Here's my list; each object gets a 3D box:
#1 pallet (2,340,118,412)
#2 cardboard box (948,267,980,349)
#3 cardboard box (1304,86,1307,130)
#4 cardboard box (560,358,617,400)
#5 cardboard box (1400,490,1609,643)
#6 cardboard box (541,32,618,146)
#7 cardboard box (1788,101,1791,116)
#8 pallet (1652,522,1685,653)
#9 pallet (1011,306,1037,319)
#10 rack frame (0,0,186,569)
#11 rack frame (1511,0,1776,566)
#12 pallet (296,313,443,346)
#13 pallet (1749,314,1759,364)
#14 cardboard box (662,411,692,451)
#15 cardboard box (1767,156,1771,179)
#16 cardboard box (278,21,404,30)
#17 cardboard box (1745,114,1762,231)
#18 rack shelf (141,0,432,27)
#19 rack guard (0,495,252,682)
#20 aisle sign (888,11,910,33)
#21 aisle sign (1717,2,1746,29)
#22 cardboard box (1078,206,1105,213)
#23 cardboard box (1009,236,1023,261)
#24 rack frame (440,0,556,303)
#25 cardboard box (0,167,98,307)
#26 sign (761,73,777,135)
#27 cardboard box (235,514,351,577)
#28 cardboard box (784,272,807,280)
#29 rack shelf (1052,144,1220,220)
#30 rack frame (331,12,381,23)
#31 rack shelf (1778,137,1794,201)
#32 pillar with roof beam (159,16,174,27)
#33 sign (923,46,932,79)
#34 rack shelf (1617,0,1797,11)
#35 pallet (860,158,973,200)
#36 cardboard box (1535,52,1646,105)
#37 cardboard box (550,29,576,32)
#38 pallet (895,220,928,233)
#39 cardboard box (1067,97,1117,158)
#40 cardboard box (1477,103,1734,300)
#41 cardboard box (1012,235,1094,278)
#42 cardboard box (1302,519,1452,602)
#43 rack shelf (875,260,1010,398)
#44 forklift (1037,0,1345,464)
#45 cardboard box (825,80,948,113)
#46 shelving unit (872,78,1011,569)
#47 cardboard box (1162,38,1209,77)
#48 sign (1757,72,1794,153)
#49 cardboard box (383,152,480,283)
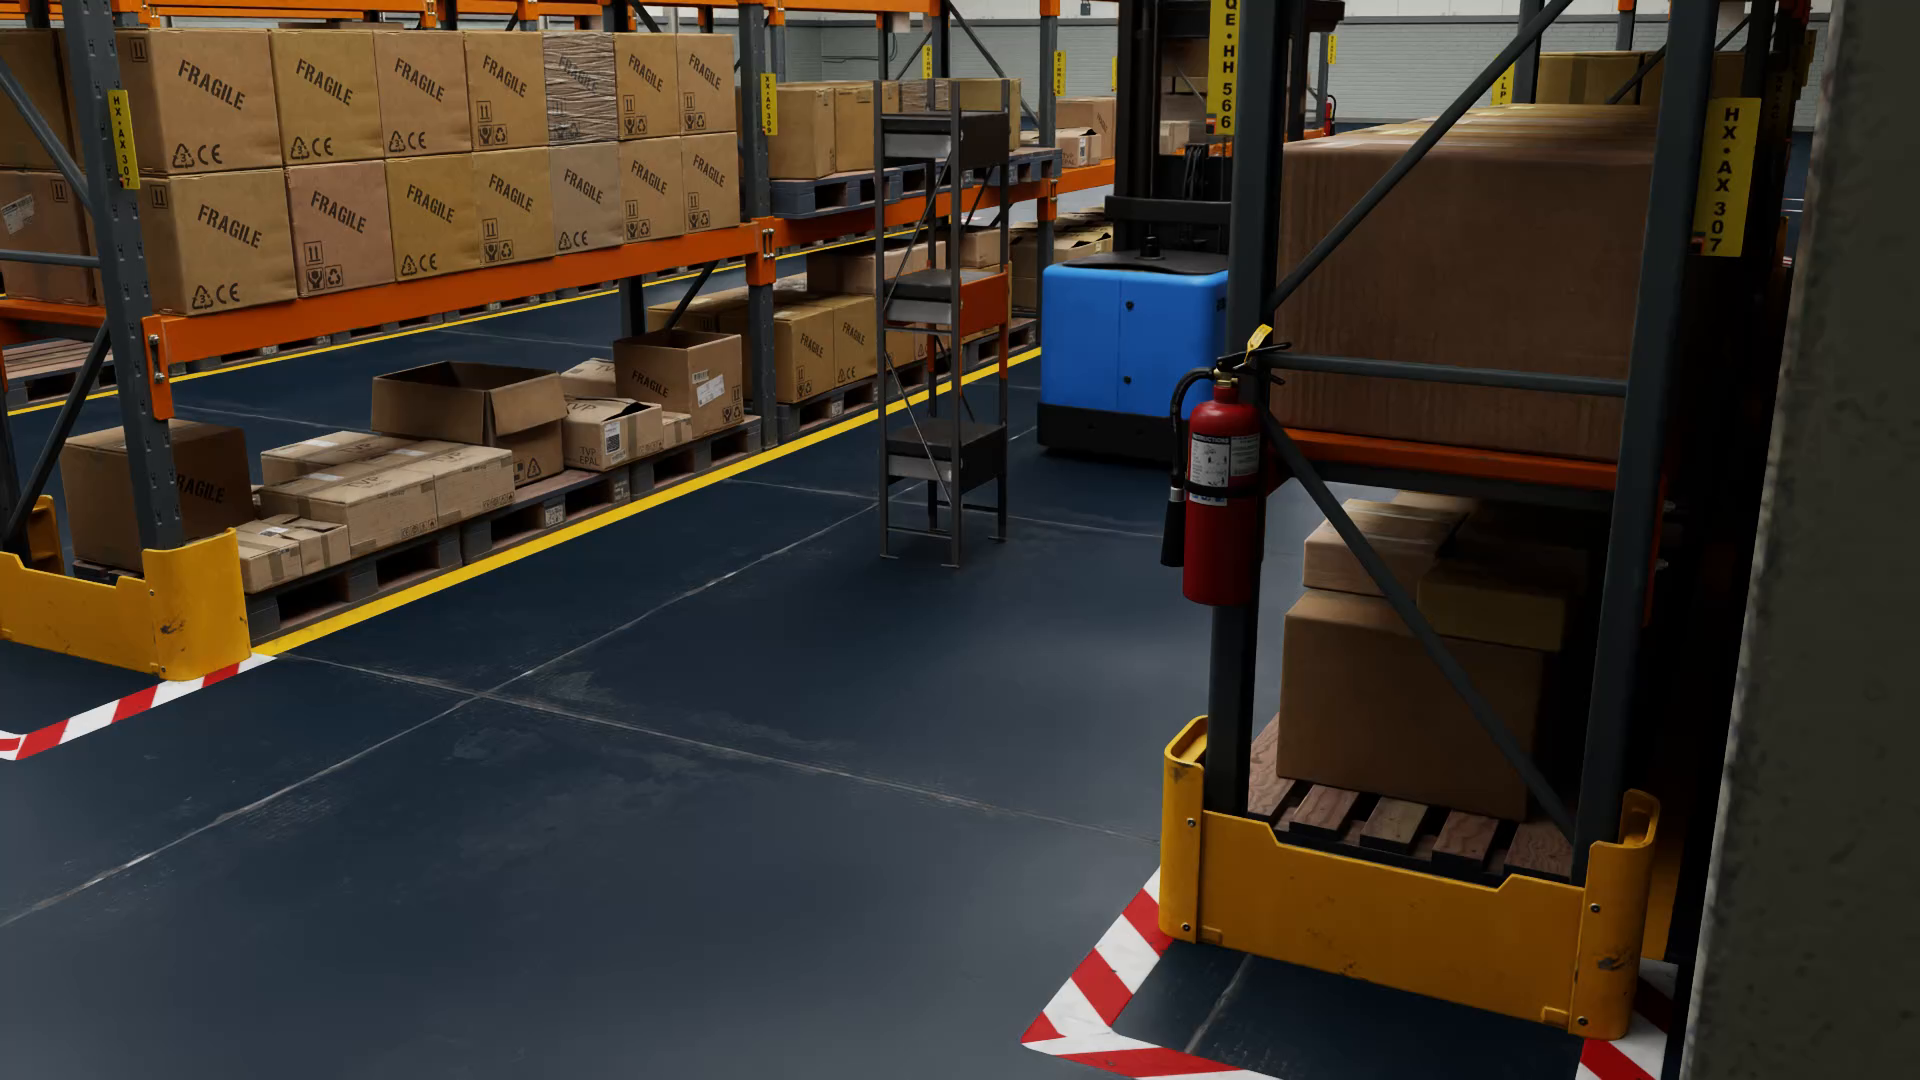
[{"bbox_3d":[-6.257,-1.130,11.293,1.003,0.211,1.213,8,18,25],"label":"pallet"},{"bbox_3d":[-0.185,-1.660,11.796,0.500,0.500,0.500,7,18,23],"label":"cardboard box"},{"bbox_3d":[3.609,-5.015,19.301,0.700,0.500,0.500,8,18,25],"label":"cardboard box"},{"bbox_3d":[-1.914,-0.871,9.471,0.500,0.311,0.500,8,18,25],"label":"cardboard box"},{"bbox_3d":[2.016,0.033,6.130,0.700,0.500,0.500,9,19,27],"label":"cardboard box"},{"bbox_3d":[-1.979,-2.135,7.845,0.500,0.500,0.500,8,18,26],"label":"cardboard box"},{"bbox_3d":[8.242,-4.606,17.007,0.500,0.500,0.500,8,18,25],"label":"cardboard box"},{"bbox_3d":[2.490,0.122,7.078,1.003,0.211,1.213,8,18,25],"label":"pallet"},{"bbox_3d":[0.657,-1.915,13.935,1.003,0.211,1.213,8,18,25],"label":"pallet"},{"bbox_3d":[-3.320,-1.009,5.988,1.000,3.000,0.127,8,18,25],"label":"rack frame"},{"bbox_3d":[2.900,-1.399,7.300,1.000,3.000,0.127,8,18,25],"label":"rack frame"},{"bbox_3d":[-5.037,-1.826,13.635,1.003,0.211,1.213,8,18,25],"label":"pallet"},{"bbox_3d":[5.584,-1.590,12.839,1.003,0.211,1.213,8,18,25],"label":"pallet"},{"bbox_3d":[-1.648,-0.588,8.804,0.380,0.149,0.250,8,18,25],"label":"cardboard box"},{"bbox_3d":[4.476,-2.337,9.726,0.500,0.500,0.500,8,18,25],"label":"cardboard box"},{"bbox_3d":[-7.299,-5.632,19.759,1.000,1.000,1.000,8,18,26],"label":"cardboard box"},{"bbox_3d":[3.331,-1.684,7.527,0.500,0.500,0.500,7,18,23],"label":"cardboard box"},{"bbox_3d":[-7.713,-5.911,18.486,1.077,0.370,4.000,8,18,25],"label":"rack shelf"},{"bbox_3d":[-3.286,0.170,6.409,1.175,0.500,0.348,8,18,25],"label":"rack guard"},{"bbox_3d":[-0.831,-7.018,21.652,0.394,0.787,0.004,8,18,25],"label":"aisle sign"},{"bbox_3d":[8.026,-5.758,17.411,0.394,0.787,0.004,8,18,25],"label":"aisle sign"},{"bbox_3d":[1.406,-3.018,15.856,0.500,0.311,0.500,8,18,25],"label":"cardboard box"},{"bbox_3d":[0.268,-2.364,13.655,0.500,0.311,0.500,9,19,27],"label":"cardboard box"},{"bbox_3d":[-4.175,-3.678,14.974,1.000,3.000,0.127,8,18,25],"label":"rack frame"},{"bbox_3d":[-3.364,-1.206,6.475,0.500,0.500,0.500,9,19,27],"label":"cardboard box"},{"bbox_3d":[-1.044,-2.376,9.069,0.100,0.325,0.005,8,18,25],"label":"sign"},{"bbox_3d":[-2.714,0.011,6.755,0.380,0.166,0.250,8,18,25],"label":"cardboard box"},{"bbox_3d":[-0.891,-1.585,11.545,0.500,0.500,0.500,7,18,24],"label":"cardboard box"},{"bbox_3d":[1.148,-3.212,14.667,1.077,0.370,4.000,8,18,25],"label":"rack shelf"},{"bbox_3d":[-9.424,-7.003,26.167,1.000,3.000,0.127,8,18,25],"label":"rack frame"},{"bbox_3d":[7.369,-3.601,15.978,1.077,0.370,4.000,8,18,25],"label":"rack shelf"},{"bbox_3d":[-12.925,-12.031,32.560,9.100,9.000,0.400,8,18,25],"label":"pillar with roof beam"},{"bbox_3d":[-0.244,-3.672,12.919,0.100,0.325,0.005,8,18,25],"label":"sign"},{"bbox_3d":[3.794,-3.001,8.690,1.077,0.370,4.000,8,18,25],"label":"rack shelf"},{"bbox_3d":[-0.611,-2.459,11.207,1.003,0.211,1.213,8,18,25],"label":"pallet"},{"bbox_3d":[2.880,-2.110,7.644,0.500,0.250,0.500,9,19,27],"label":"cardboard box"},{"bbox_3d":[-5.500,-6.589,22.321,0.500,0.500,0.500,8,18,25],"label":"cardboard box"},{"bbox_3d":[-0.960,-4.148,21.452,1.003,0.211,1.213,8,18,25],"label":"pallet"},{"bbox_3d":[1.225,-3.659,14.732,0.500,0.500,0.500,8,18,25],"label":"cardboard box"},{"bbox_3d":[2.643,-1.407,6.799,0.980,0.700,0.700,8,19,26],"label":"cardboard box"},{"bbox_3d":[0.751,-2.295,13.424,0.500,0.311,0.500,9,19,27],"label":"cardboard box"},{"bbox_3d":[1.231,0.059,4.905,0.380,0.149,0.250,8,18,25],"label":"cardboard box"},{"bbox_3d":[-0.074,-0.951,7.421,0.431,0.518,0.480,8,18,25],"label":"rack shelf"},{"bbox_3d":[1.604,-2.182,10.057,1.130,2.935,3.031,9,19,28],"label":"forklift"},{"bbox_3d":[-0.506,-2.913,11.484,0.700,0.500,0.500,12,21,36],"label":"cardboard box"},{"bbox_3d":[-0.074,-0.964,7.417,0.431,2.100,0.503,8,18,25],"label":"shelving unit"},{"bbox_3d":[2.234,-4.850,16.464,0.700,0.500,0.500,8,18,26],"label":"cardboard box"},{"bbox_3d":[3.397,-1.782,6.929,0.100,0.325,0.005,8,18,25],"label":"sign"},{"bbox_3d":[-2.434,-1.396,7.116,0.500,0.500,0.500,8,18,25],"label":"cardboard box"}]
